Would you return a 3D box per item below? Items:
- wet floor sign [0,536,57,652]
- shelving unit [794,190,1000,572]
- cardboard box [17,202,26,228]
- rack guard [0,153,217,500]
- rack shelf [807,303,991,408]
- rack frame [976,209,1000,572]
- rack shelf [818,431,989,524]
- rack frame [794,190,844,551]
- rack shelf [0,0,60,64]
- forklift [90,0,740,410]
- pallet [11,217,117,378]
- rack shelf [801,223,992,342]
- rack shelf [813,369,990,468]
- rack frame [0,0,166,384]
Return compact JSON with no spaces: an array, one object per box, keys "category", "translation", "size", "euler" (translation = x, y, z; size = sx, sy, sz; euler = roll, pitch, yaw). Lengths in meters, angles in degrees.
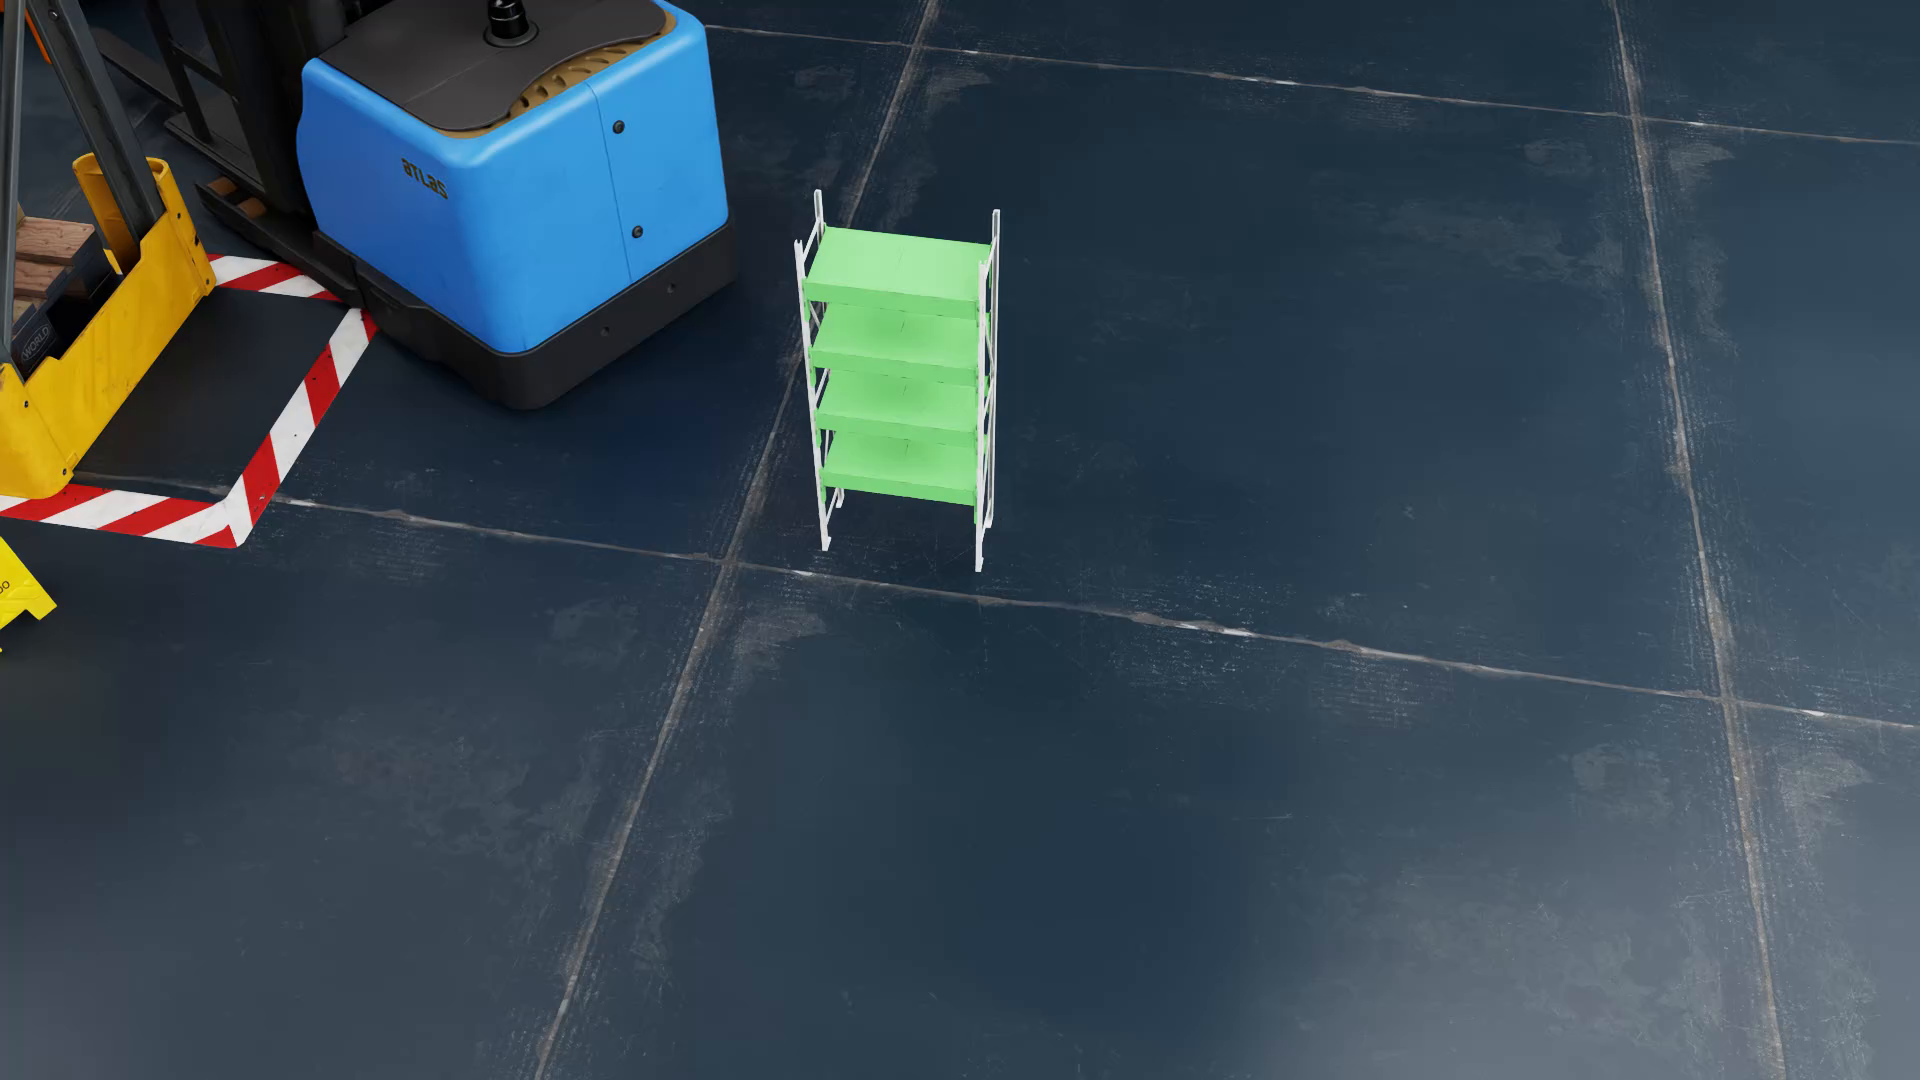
[{"category":"wet floor sign","translation":[-2.918,0.029,4.790],"size":[0.232,0.644,0.267],"euler":[23,52,20]},{"category":"shelving unit","translation":[-0.163,-0.423,4.823],"size":[0.503,1.200,0.258],"euler":[8,49,7]},{"category":"cardboard box","translation":[-3.659,-1.097,5.785],"size":[0.500,0.250,0.500],"euler":[7,48,7]},{"category":"rack guard","translation":[-2.989,-0.741,5.580],"size":[0.348,0.500,1.175],"euler":[8,49,7]},{"category":"rack shelf","translation":[-0.163,-0.541,4.692],"size":[0.480,0.148,0.258],"euler":[8,49,7]},{"category":"rack frame","translation":[0.077,-0.391,4.794],"size":[0.015,1.200,0.240],"euler":[8,49,7]},{"category":"rack shelf","translation":[-0.163,-0.220,5.049],"size":[0.480,0.148,0.258],"euler":[8,49,7]},{"category":"rack frame","translation":[-0.403,-0.455,4.852],"size":[0.015,1.200,0.240],"euler":[8,49,7]},{"category":"rack shelf","translation":[-4.883,-1.590,5.146],"size":[4.000,0.370,1.077],"euler":[8,49,7]},{"category":"forklift","translation":[-2.245,-2.361,5.401],"size":[3.031,2.935,1.130],"euler":[33,56,26]},{"category":"pallet","translation":[-3.783,-0.778,5.807],"size":[1.213,0.211,1.003],"euler":[8,49,7]},{"category":"rack shelf","translation":[-0.163,-0.701,4.514],"size":[0.480,0.148,0.258],"euler":[8,49,7]},{"category":"rack shelf","translation":[-0.163,-0.380,4.871],"size":[0.480,0.148,0.258],"euler":[8,49,7]},{"category":"rack frame","translation":[-2.915,-1.566,4.641],"size":[0.127,3.000,1.000],"euler":[8,49,7]}]
